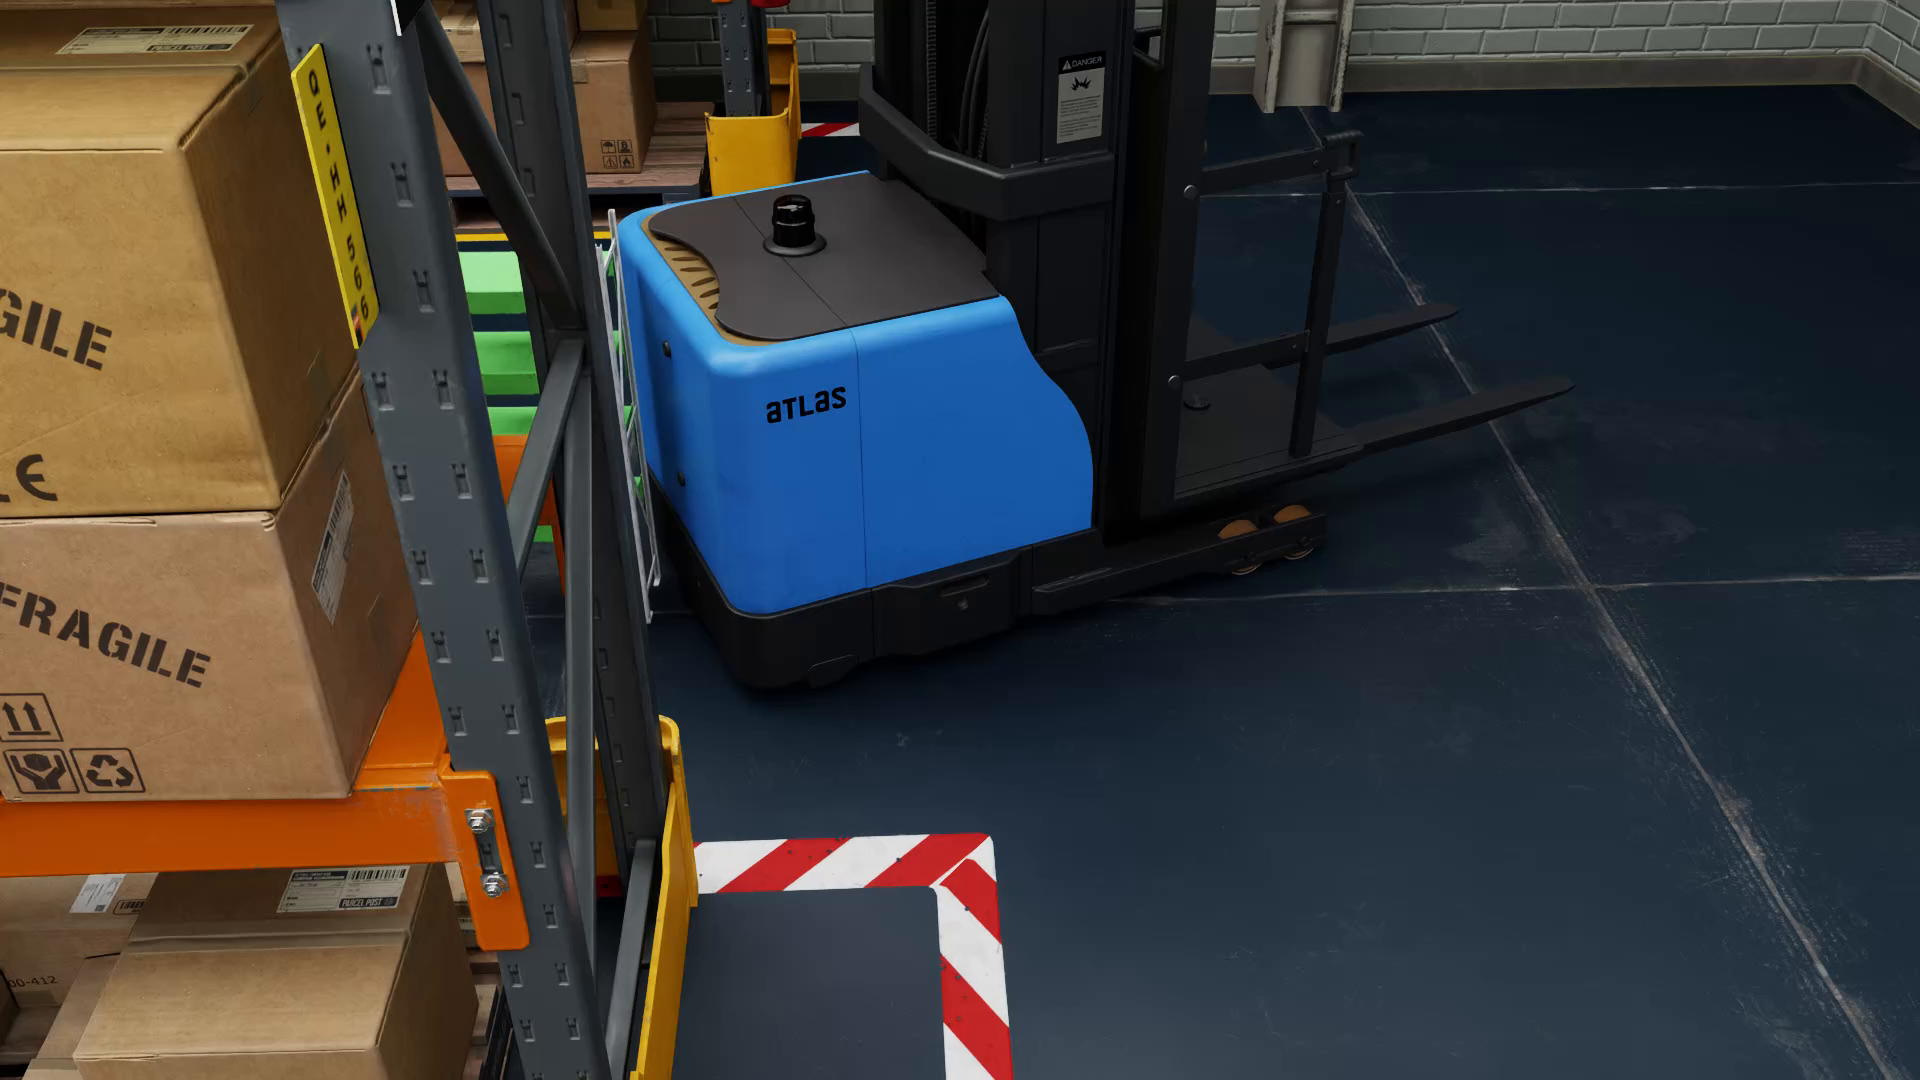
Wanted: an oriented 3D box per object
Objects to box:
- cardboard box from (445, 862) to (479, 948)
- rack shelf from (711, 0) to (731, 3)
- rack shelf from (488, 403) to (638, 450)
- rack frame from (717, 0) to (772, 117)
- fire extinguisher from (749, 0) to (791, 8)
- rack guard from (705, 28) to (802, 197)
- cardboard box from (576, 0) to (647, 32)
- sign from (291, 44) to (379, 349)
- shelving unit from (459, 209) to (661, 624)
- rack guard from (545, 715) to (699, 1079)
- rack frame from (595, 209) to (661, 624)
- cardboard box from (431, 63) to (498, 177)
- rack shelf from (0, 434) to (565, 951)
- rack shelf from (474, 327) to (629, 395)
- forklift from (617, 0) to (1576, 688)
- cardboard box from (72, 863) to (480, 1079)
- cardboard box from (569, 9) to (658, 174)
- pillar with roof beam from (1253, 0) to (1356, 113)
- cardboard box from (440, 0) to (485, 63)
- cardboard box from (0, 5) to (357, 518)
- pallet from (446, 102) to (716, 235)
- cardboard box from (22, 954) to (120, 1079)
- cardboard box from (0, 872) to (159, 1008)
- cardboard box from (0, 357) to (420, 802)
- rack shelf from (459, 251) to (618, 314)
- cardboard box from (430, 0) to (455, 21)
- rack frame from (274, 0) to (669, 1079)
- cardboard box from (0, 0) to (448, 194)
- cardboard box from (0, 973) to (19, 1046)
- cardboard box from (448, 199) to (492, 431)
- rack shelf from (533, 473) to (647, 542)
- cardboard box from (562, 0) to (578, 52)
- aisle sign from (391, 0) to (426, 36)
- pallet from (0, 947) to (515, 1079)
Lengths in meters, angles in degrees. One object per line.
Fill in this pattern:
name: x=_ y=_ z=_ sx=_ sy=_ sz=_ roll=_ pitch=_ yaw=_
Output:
cardboard box: x=-1.140 y=0.717 z=3.697 sx=0.250 sy=0.149 sz=0.380 roll=-2 pitch=35 yaw=-2
rack shelf: x=-2.941 y=-2.557 z=6.941 sx=4.000 sy=0.370 sz=1.077 roll=-2 pitch=35 yaw=-2
rack shelf: x=-1.164 y=-0.260 z=4.683 sx=0.480 sy=0.148 sz=0.258 roll=-1 pitch=35 yaw=-1
rack frame: x=-0.943 y=-2.906 z=6.814 sx=0.127 sy=3.000 sz=1.000 roll=-2 pitch=35 yaw=-2
fire extinguisher: x=-0.771 y=-2.463 z=6.569 sx=0.183 sy=0.674 sz=0.296 roll=-2 pitch=35 yaw=-2
rack guard: x=-0.919 y=-1.879 z=7.526 sx=0.348 sy=0.500 sz=1.175 roll=-2 pitch=35 yaw=-2
cardboard box: x=-1.522 y=-2.359 z=7.281 sx=0.250 sy=0.149 sz=0.380 roll=-1 pitch=35 yaw=-2
sign: x=-0.699 y=-0.381 z=1.869 sx=0.005 sy=0.325 sz=0.100 roll=-2 pitch=35 yaw=-2
shelving unit: x=-1.164 y=-0.312 z=4.647 sx=0.503 sy=1.200 sz=0.258 roll=-1 pitch=35 yaw=-1
rack guard: x=-0.781 y=0.939 z=3.454 sx=0.348 sy=0.500 sz=1.175 roll=-2 pitch=35 yaw=-2
rack frame: x=-0.920 y=-0.315 z=4.650 sx=0.015 sy=1.200 sz=0.240 roll=-1 pitch=35 yaw=-1
cardboard box: x=-2.138 y=-1.962 z=7.277 sx=0.500 sy=0.500 sz=0.700 roll=-2 pitch=35 yaw=-2
rack shelf: x=-2.703 y=0.259 z=2.872 sx=4.000 sy=0.370 sz=1.077 roll=-2 pitch=35 yaw=-2
rack shelf: x=-1.164 y=-0.457 z=4.547 sx=0.480 sy=0.148 sz=0.258 roll=-1 pitch=35 yaw=-1
forklift: x=0.570 y=-1.356 z=4.634 sx=3.031 sy=2.935 sz=1.130 roll=-15 pitch=37 yaw=-20
cardboard box: x=-1.236 y=0.911 z=3.108 sx=0.500 sy=0.500 sz=0.500 roll=-2 pitch=35 yaw=-2
cardboard box: x=-1.638 y=-1.976 z=7.296 sx=0.500 sy=0.500 sz=0.700 roll=-2 pitch=35 yaw=-2
pillar with roof beam: x=1.917 y=-3.491 z=2.386 sx=0.400 sy=9.000 sz=9.100 roll=-2 pitch=35 yaw=-2
cardboard box: x=-2.013 y=-2.128 z=6.946 sx=0.250 sy=0.149 sz=0.380 roll=-1 pitch=35 yaw=-1
cardboard box: x=-1.137 y=-0.375 z=2.189 sx=0.500 sy=0.500 sz=0.500 roll=-2 pitch=35 yaw=-3
pallet: x=-1.738 y=-1.694 z=7.512 sx=1.213 sy=0.211 sz=1.003 roll=-2 pitch=35 yaw=-2
cardboard box: x=-1.645 y=1.008 z=3.261 sx=0.250 sy=0.166 sz=0.380 roll=-2 pitch=35 yaw=-2
cardboard box: x=-1.761 y=0.726 z=3.595 sx=0.500 sy=0.250 sz=0.500 roll=-2 pitch=35 yaw=-2
cardboard box: x=-1.140 y=0.035 z=2.476 sx=0.500 sy=0.500 sz=0.500 roll=-1 pitch=35 yaw=-1
rack shelf: x=-1.164 y=-0.654 z=4.410 sx=0.480 sy=0.148 sz=0.258 roll=-1 pitch=35 yaw=-1
cardboard box: x=-2.278 y=-2.339 z=7.251 sx=0.250 sy=0.149 sz=0.380 roll=-1 pitch=35 yaw=-2
rack frame: x=-0.705 y=-0.091 z=2.745 sx=0.127 sy=3.000 sz=1.000 roll=-2 pitch=35 yaw=-2
cardboard box: x=-1.161 y=-0.681 z=2.632 sx=0.500 sy=0.500 sz=0.500 roll=-1 pitch=35 yaw=-1
cardboard box: x=-2.187 y=1.022 z=3.167 sx=0.500 sy=0.250 sz=0.500 roll=-2 pitch=35 yaw=-2
cardboard box: x=-1.161 y=-0.270 z=2.916 sx=0.500 sy=0.500 sz=0.500 roll=-1 pitch=35 yaw=-1
rack shelf: x=-1.164 y=-0.062 z=4.820 sx=0.480 sy=0.148 sz=0.258 roll=-1 pitch=35 yaw=-1
cardboard box: x=-1.757 y=-2.135 z=6.957 sx=0.250 sy=0.149 sz=0.380 roll=-2 pitch=35 yaw=-3
aisle sign: x=-0.622 y=-0.987 z=1.756 sx=0.004 sy=0.787 sz=0.394 roll=-2 pitch=35 yaw=-2
pallet: x=-1.577 y=1.080 z=3.504 sx=1.213 sy=0.211 sz=1.003 roll=-2 pitch=35 yaw=-2
